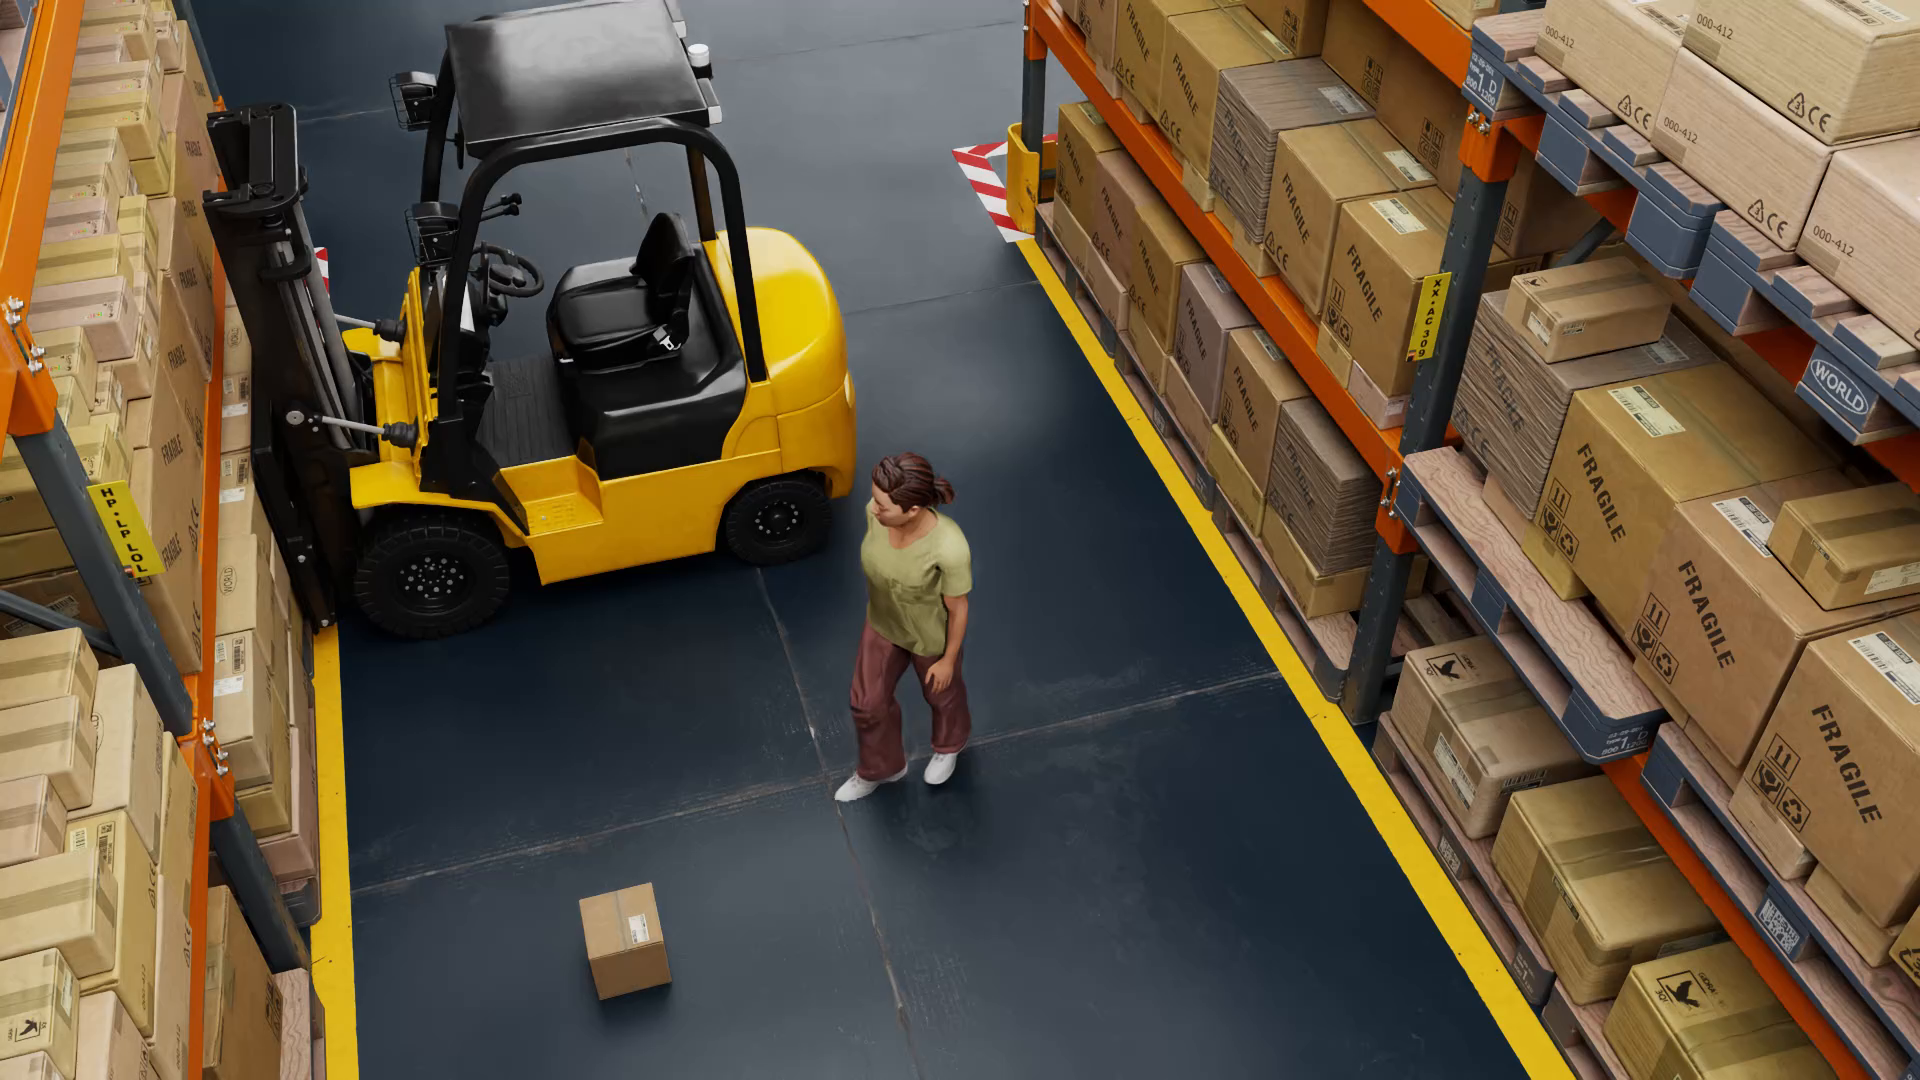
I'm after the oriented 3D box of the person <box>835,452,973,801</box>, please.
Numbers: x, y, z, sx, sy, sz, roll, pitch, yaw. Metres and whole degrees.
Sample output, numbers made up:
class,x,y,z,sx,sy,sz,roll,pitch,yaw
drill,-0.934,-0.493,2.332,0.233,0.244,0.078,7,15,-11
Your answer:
class,x,y,z,sx,sy,sz,roll,pitch,yaw
person,-0.146,0.308,5.839,0.494,1.713,0.523,23,47,23
